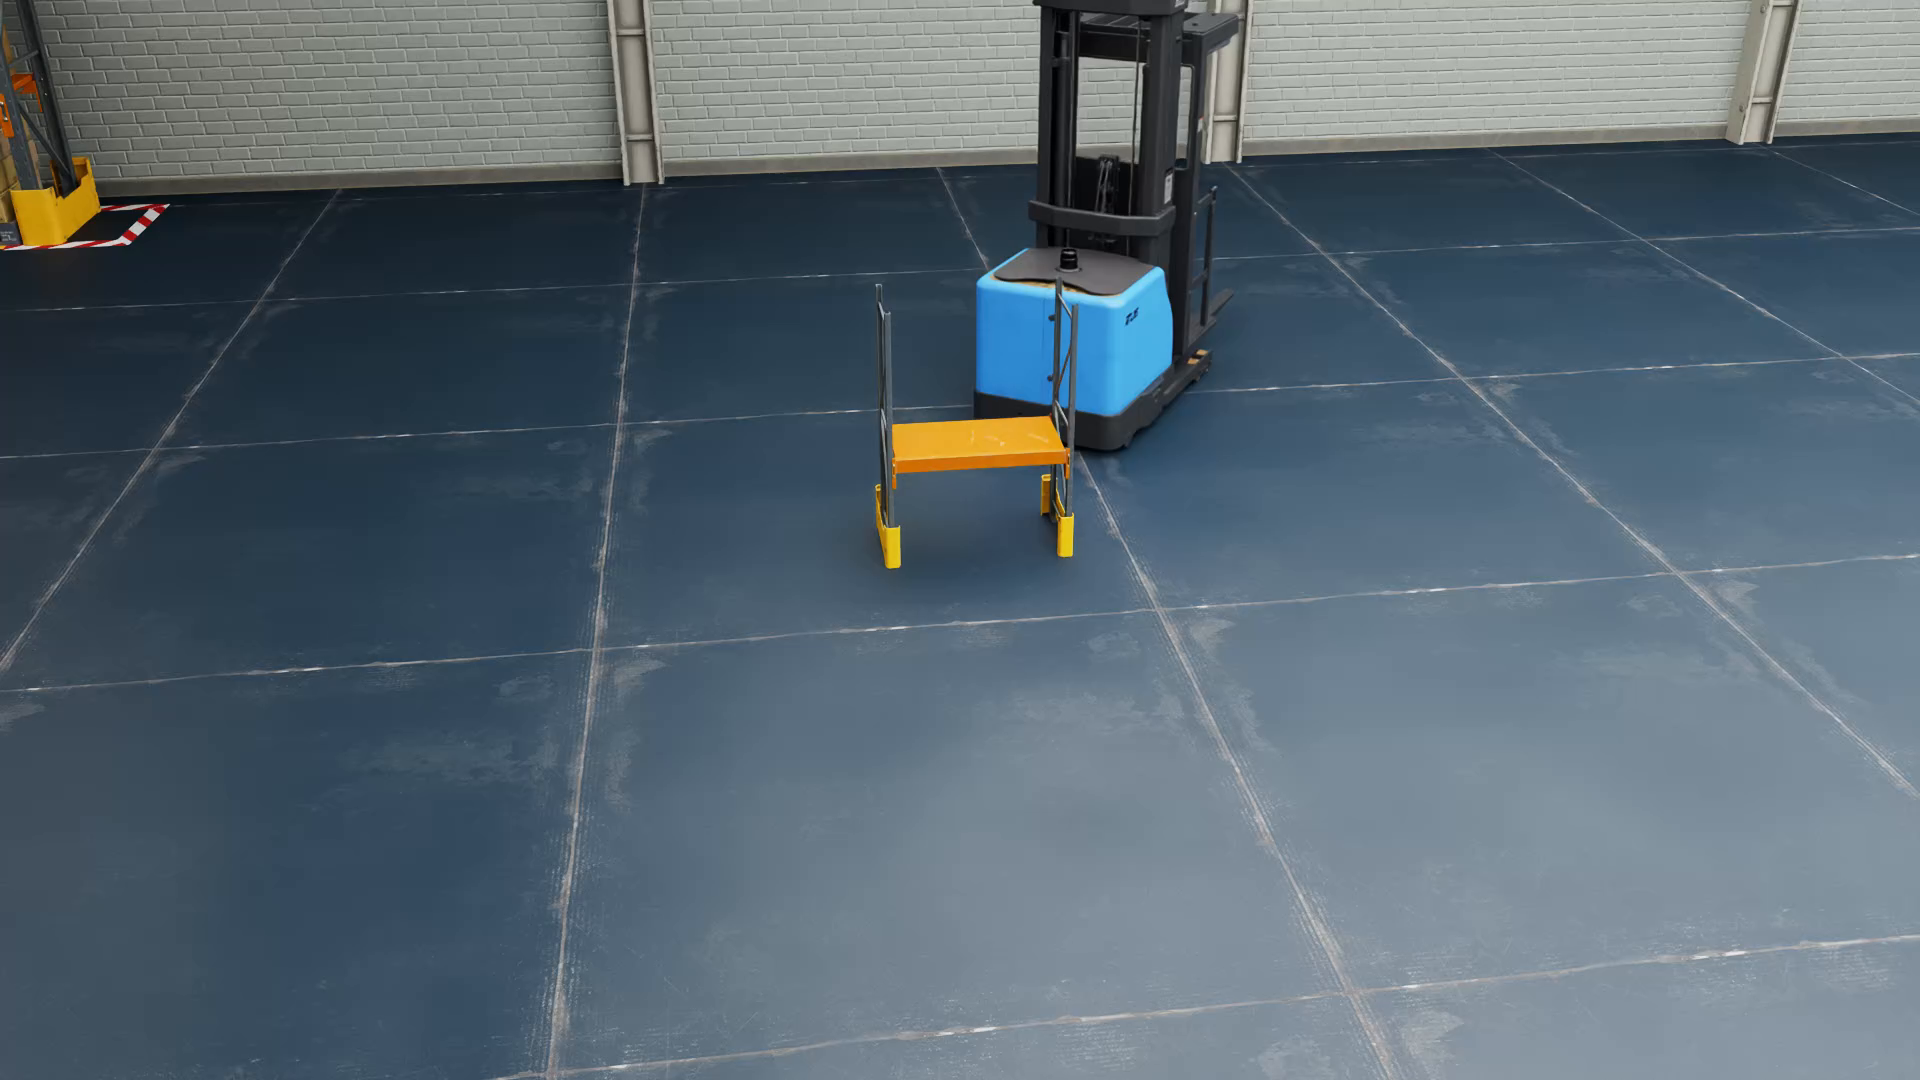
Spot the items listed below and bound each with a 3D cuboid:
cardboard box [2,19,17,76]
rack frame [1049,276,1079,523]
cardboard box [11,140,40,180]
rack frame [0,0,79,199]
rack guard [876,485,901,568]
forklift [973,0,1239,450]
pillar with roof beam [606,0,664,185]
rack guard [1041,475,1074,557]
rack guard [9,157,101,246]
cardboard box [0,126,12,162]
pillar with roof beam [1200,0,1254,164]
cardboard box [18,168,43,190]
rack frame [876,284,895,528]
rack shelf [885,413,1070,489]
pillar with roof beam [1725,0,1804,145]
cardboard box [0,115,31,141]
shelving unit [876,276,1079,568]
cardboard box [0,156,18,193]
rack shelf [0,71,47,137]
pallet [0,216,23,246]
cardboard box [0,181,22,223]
[{"bbox_3d":[-8.854,-4.370,14.872,0.500,0.500,0.500,-3,27,-5],"label":"cardboard box"},{"bbox_3d":[0.588,-0.705,9.481,0.032,1.500,0.500,-4,27,-7],"label":"rack frame"},{"bbox_3d":[-8.819,-3.481,15.254,0.500,0.250,0.500,-3,27,-6],"label":"cardboard box"},{"bbox_3d":[-8.325,-4.232,14.711,0.127,3.000,1.000,-4,27,-7],"label":"rack frame"},{"bbox_3d":[-0.418,-0.084,9.641,0.087,0.250,0.587,-4,27,-7],"label":"rack guard"},{"bbox_3d":[1.195,-2.526,11.462,1.130,2.935,3.031,13,30,23],"label":"forklift"},{"bbox_3d":[-2.599,-5.699,11.000,0.400,9.000,9.100,-4,27,-7],"label":"pillar with roof beam"},{"bbox_3d":[0.569,-0.148,9.764,0.087,0.250,0.587,-4,27,-7],"label":"rack guard"},{"bbox_3d":[-8.301,-3.121,15.285,0.348,0.500,1.175,-4,27,-7],"label":"rack guard"},{"bbox_3d":[-8.737,-3.470,14.683,0.500,0.250,0.500,-3,27,-5],"label":"cardboard box"},{"bbox_3d":[3.343,-6.081,11.744,0.400,9.000,9.100,-4,27,-7],"label":"pillar with roof beam"},{"bbox_3d":[-8.838,-3.252,15.354,0.500,0.250,0.500,-4,27,-7],"label":"cardboard box"},{"bbox_3d":[-0.419,-0.640,9.355,0.032,1.500,0.500,-4,27,-7],"label":"rack frame"},{"bbox_3d":[0.084,-0.513,9.500,1.000,0.185,0.538,-4,27,-7],"label":"rack shelf"},{"bbox_3d":[9.284,-6.463,12.488,0.400,9.000,9.100,-4,27,-7],"label":"pillar with roof beam"},{"bbox_3d":[-8.827,-3.695,15.122,0.500,0.250,0.500,-4,27,-8],"label":"cardboard box"},{"bbox_3d":[0.075,-0.672,9.417,1.083,1.500,0.587,-4,27,-7],"label":"shelving unit"},{"bbox_3d":[-8.763,-3.245,14.793,0.500,0.250,0.500,-4,27,-8],"label":"cardboard box"},{"bbox_3d":[-10.305,-3.784,14.628,4.000,0.370,1.077,-4,27,-7],"label":"rack shelf"},{"bbox_3d":[-9.076,-2.923,15.216,1.213,0.211,1.003,-4,27,-7],"label":"pallet"},{"bbox_3d":[-8.746,-3.022,14.906,0.500,0.250,0.500,-3,27,-7],"label":"cardboard box"}]
